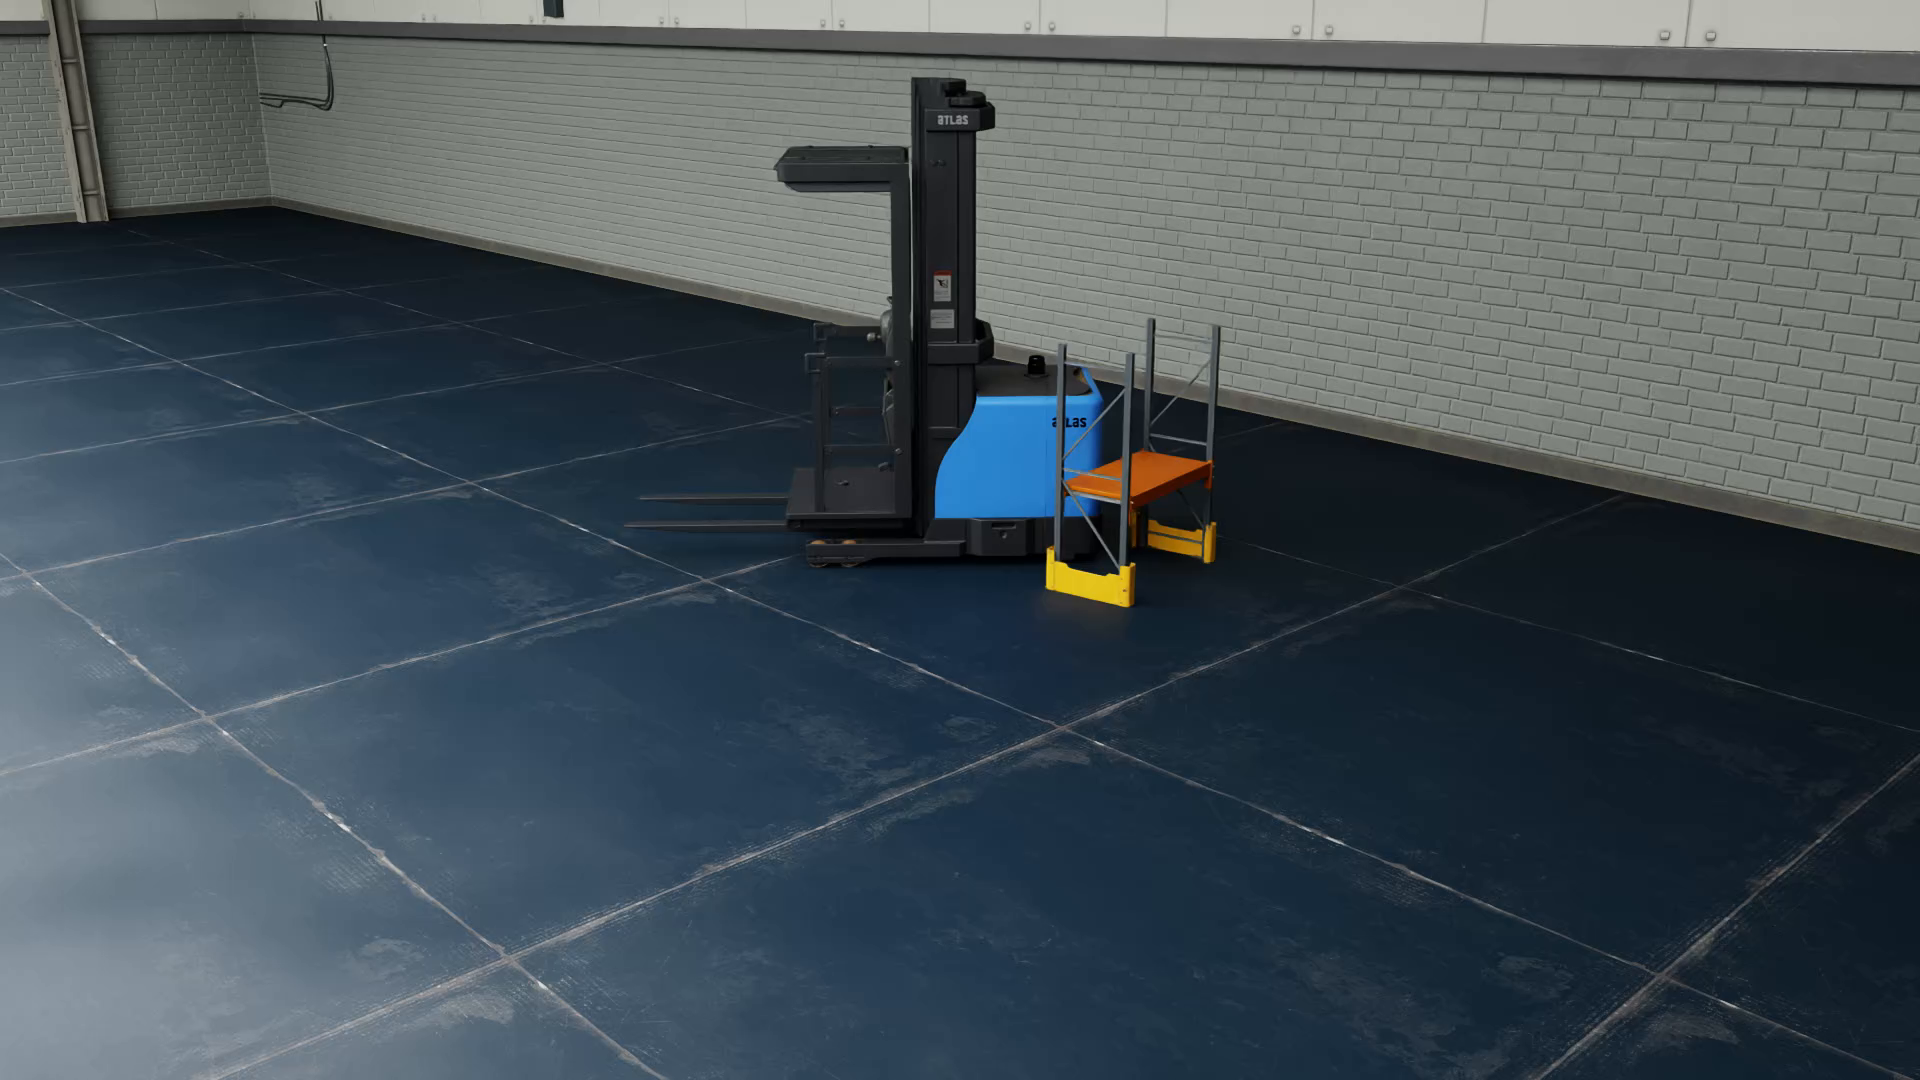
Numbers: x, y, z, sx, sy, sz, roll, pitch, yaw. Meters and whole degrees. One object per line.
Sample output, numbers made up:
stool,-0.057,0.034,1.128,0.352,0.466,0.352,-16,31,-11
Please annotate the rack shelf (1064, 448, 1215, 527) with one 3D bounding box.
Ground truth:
rack shelf,1.079,-0.334,10.167,0.538,0.185,1.000,13,22,34

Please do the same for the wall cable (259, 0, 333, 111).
wall cable,-10.982,-8.297,27.018,0.112,2.526,3.097,-16,24,-41

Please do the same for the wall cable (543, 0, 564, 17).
wall cable,-4.471,-9.261,19.443,0.169,6.003,2.305,-16,24,-41

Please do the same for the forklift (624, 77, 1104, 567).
forklift,-0.626,-1.388,10.513,3.031,2.935,1.130,-1,18,-2

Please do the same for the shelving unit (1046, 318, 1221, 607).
shelving unit,1.073,-0.503,10.104,0.587,1.500,1.083,13,22,34

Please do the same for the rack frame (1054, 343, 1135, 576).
rack frame,0.776,-0.379,9.723,0.500,1.500,0.032,13,22,34

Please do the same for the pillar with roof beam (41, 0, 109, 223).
pillar with roof beam,-11.074,-8.481,22.552,0.400,9.000,9.100,-16,24,-41

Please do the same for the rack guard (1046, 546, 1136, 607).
rack guard,0.777,0.215,9.916,0.587,0.250,0.087,13,22,34

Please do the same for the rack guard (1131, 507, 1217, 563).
rack guard,1.370,-0.032,10.678,0.587,0.250,0.087,13,22,34

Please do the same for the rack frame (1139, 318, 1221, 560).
rack frame,1.381,-0.631,10.500,0.500,1.500,0.032,13,22,34
